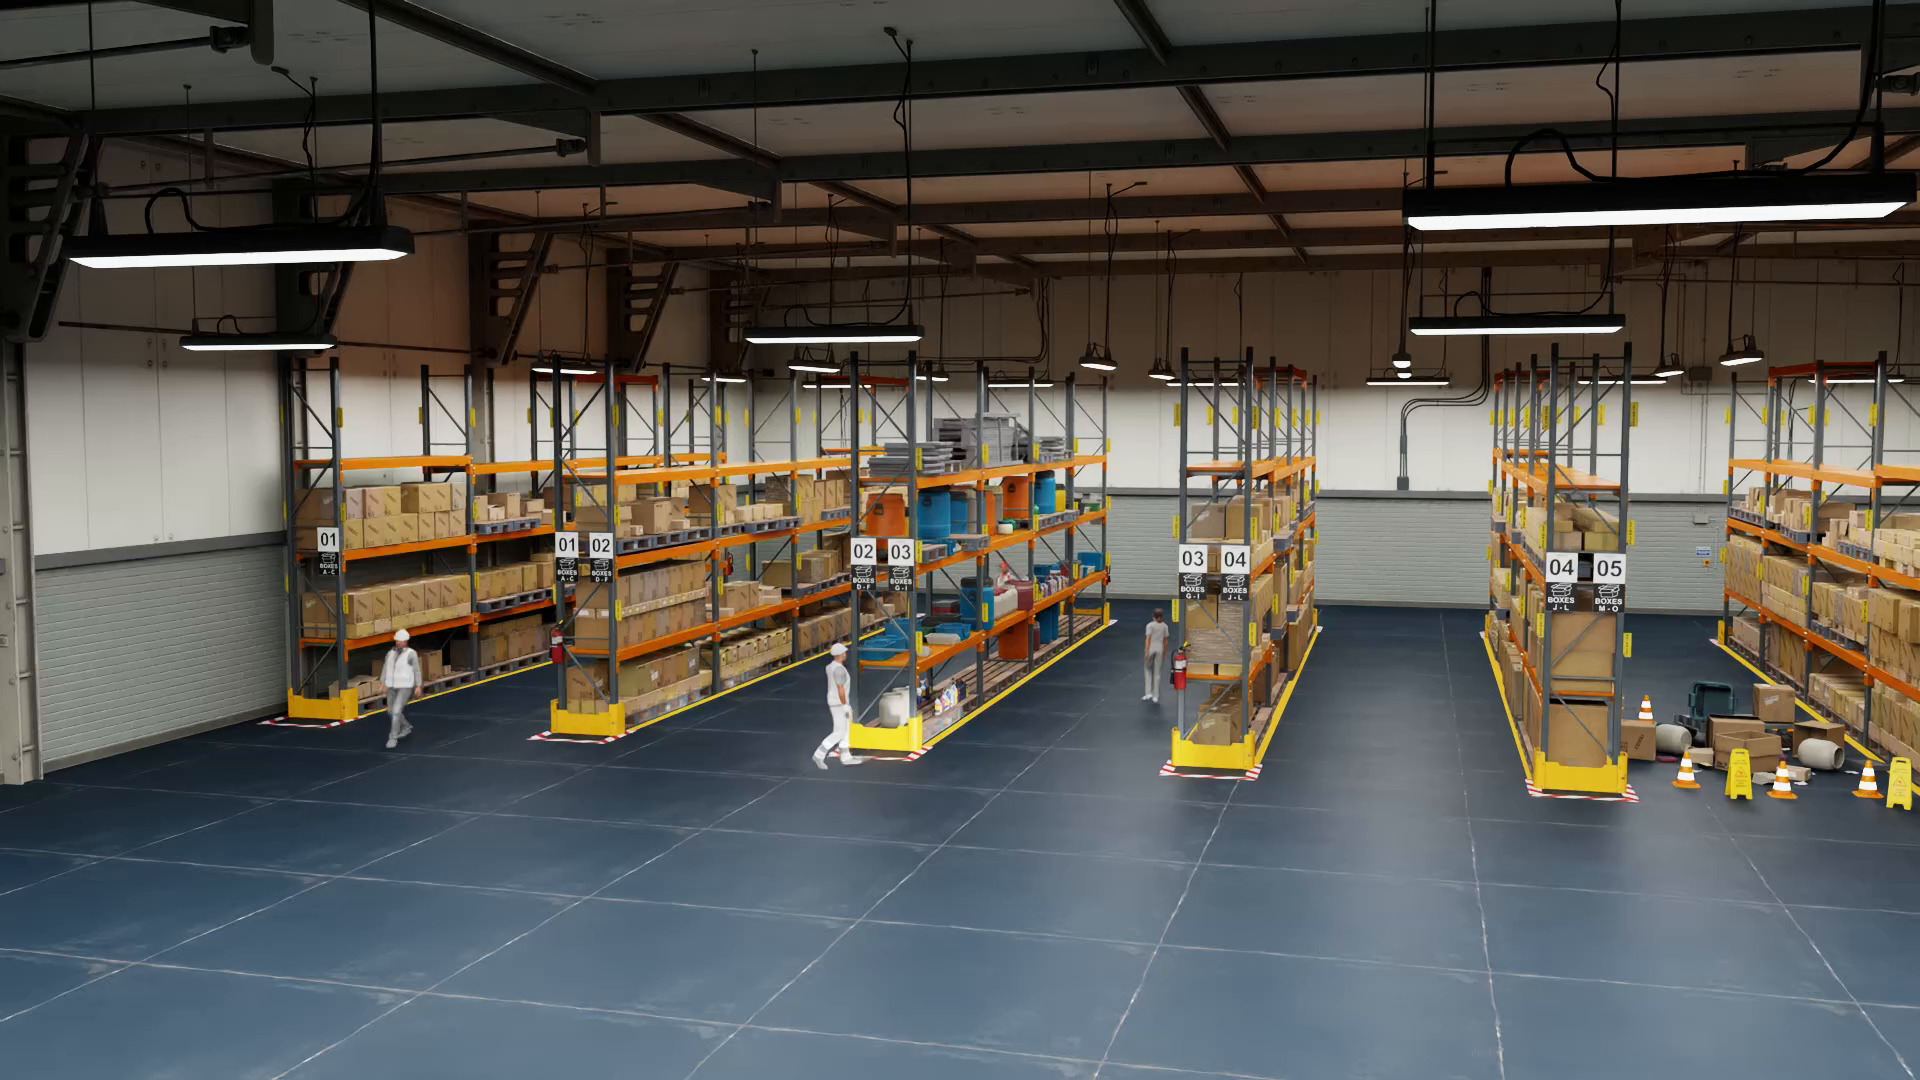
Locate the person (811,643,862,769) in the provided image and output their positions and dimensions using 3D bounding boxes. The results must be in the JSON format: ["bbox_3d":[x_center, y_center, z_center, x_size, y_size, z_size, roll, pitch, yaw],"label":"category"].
[{"bbox_3d":[-1.767,2.369,23.805,0.747,1.788,0.562,-1,4,-9],"label":"person"}]

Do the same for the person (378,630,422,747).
[{"bbox_3d":[-8.637,2.265,25.613,0.610,1.765,0.753,1,4,14],"label":"person"}]

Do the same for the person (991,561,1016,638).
[{"bbox_3d":[1.015,1.341,37.897,0.530,1.734,1.133,4,6,44],"label":"person"}]

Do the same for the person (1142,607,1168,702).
[{"bbox_3d":[3.464,2.037,29.370,0.444,1.696,0.683,0,4,2],"label":"person"}]
